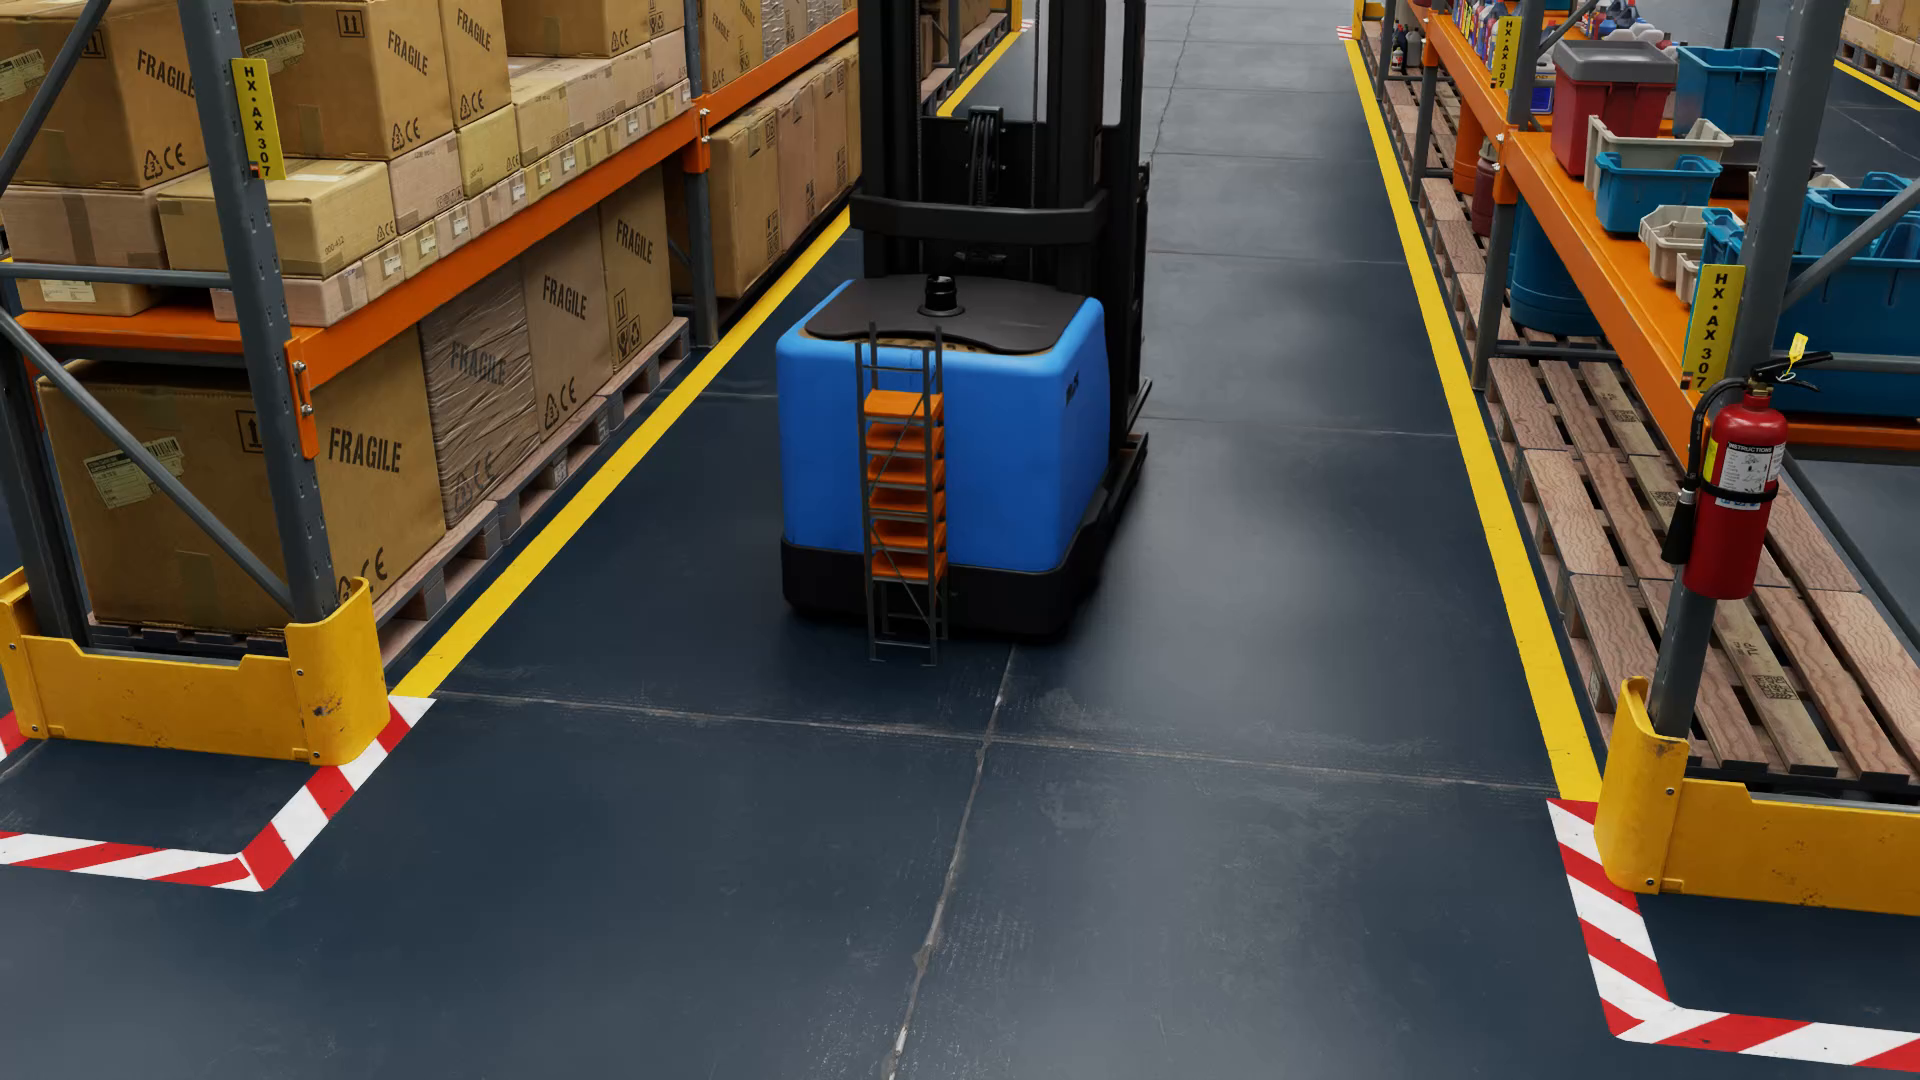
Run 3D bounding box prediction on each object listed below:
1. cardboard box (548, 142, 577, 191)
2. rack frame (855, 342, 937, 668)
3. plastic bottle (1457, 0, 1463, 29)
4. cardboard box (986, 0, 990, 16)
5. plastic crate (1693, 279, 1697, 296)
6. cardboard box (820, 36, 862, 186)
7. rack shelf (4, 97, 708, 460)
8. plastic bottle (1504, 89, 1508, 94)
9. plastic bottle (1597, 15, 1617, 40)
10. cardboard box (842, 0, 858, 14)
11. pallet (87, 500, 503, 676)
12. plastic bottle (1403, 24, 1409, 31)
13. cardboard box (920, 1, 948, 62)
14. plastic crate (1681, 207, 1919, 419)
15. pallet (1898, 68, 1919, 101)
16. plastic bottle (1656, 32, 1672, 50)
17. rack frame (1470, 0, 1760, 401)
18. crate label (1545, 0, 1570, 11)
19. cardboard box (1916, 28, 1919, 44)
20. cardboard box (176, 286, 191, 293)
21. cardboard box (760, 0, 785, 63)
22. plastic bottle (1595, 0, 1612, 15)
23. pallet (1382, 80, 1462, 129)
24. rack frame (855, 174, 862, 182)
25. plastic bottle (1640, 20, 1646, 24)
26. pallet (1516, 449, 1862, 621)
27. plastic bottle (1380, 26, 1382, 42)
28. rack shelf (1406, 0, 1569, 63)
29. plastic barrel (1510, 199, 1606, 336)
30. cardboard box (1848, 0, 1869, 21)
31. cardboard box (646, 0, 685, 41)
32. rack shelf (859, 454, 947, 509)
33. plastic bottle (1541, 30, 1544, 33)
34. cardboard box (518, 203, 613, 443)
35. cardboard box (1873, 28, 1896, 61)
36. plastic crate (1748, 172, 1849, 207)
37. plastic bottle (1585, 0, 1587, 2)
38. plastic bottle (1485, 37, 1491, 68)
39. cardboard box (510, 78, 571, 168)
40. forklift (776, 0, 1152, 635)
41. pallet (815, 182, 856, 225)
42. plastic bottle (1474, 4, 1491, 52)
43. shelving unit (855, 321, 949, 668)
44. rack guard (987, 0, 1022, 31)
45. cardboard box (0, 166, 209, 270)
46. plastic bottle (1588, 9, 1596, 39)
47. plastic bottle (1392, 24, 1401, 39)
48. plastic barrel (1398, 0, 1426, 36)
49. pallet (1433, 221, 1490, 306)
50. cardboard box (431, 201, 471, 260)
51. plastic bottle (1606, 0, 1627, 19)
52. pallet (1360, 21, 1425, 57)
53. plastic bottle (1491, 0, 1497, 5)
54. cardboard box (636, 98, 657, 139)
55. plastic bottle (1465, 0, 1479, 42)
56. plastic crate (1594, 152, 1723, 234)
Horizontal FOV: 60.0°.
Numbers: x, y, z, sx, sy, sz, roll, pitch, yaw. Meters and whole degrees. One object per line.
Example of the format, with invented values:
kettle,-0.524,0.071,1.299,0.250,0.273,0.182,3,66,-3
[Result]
cardboard box,-1.792,-1.529,6.774,0.380,0.149,0.250,4,25,9
rack frame,-0.207,-0.091,5.530,0.240,1.200,0.006,5,30,11
plastic bottle,3.238,-3.421,10.657,0.061,0.283,0.133,4,25,9
cardboard box,0.029,-6.254,19.025,0.500,0.500,0.500,9,27,18
plastic crate,2.374,-0.682,4.909,0.396,0.136,0.243,4,25,9
cardboard box,-1.293,-3.050,11.739,1.225,0.875,0.875,3,25,6
rack shelf,-2.140,-1.274,6.783,1.077,0.370,4.000,4,25,9
plastic bottle,2.900,-2.478,8.565,0.144,0.351,0.185,4,25,9
plastic bottle,3.649,-2.825,9.398,0.097,0.271,0.097,0,25,0
cardboard box,-0.996,-3.931,11.493,0.500,0.500,0.500,5,26,10
pallet,-2.414,0.159,6.161,1.003,0.211,1.213,4,25,9
plastic bottle,4.421,-4.974,16.523,0.061,0.283,0.133,4,25,9
cardboard box,-0.401,-5.005,16.358,0.500,0.500,0.500,3,25,7
plastic crate,2.290,-0.617,4.417,0.616,0.435,0.499,4,25,9
pallet,9.438,-4.162,15.391,1.003,0.211,1.213,4,25,9
plastic bottle,3.699,-2.536,8.767,0.061,0.283,0.133,4,25,9
rack frame,3.073,-2.094,7.684,1.000,3.000,0.127,4,25,9
crate label,4.165,-3.841,11.615,0.303,0.233,0.416,4,25,9
cardboard box,9.220,-4.797,15.323,0.500,0.500,0.500,4,25,9
cardboard box,-2.693,-0.931,5.496,0.380,0.149,0.250,4,25,9
cardboard box,-1.328,-3.077,9.667,0.500,0.500,0.500,3,25,7
plastic bottle,3.943,-3.203,10.207,0.097,0.271,0.097,0,25,0
pallet,4.290,-3.845,14.716,1.003,0.211,1.213,4,25,9
rack frame,-1.160,-4.110,11.992,1.000,3.000,0.127,4,25,9
plastic bottle,3.760,-2.733,9.203,0.097,0.271,0.097,0,25,0
pallet,2.794,-0.009,6.519,1.003,0.211,1.213,4,25,9
plastic bottle,4.413,-5.264,17.240,0.097,0.201,0.097,0,25,0
rack shelf,4.053,-4.277,13.198,1.077,0.370,4.000,4,25,9
plastic barrel,3.179,-1.560,8.524,0.600,0.901,0.708,4,25,9
cardboard box,9.533,-5.634,17.112,0.500,0.500,0.500,4,25,9
cardboard box,-1.625,-2.632,7.777,0.500,0.500,0.500,5,25,10
rack shelf,-0.189,-0.200,5.572,0.258,0.103,0.180,5,30,11
plastic bottle,3.087,-2.585,8.887,0.097,0.271,0.097,0,25,0
cardboard box,-2.147,-1.018,7.397,0.875,0.875,0.875,4,25,9
cardboard box,9.366,-4.876,16.378,0.500,0.250,0.500,4,25,9
plastic crate,3.085,-1.252,6.127,0.293,0.136,0.466,4,25,9
plastic bottle,4.044,-3.418,10.652,0.061,0.283,0.133,4,25,9
plastic bottle,3.012,-2.758,9.339,0.097,0.201,0.097,0,25,0
cardboard box,-1.878,-1.659,6.582,0.500,0.250,0.500,4,25,7
forklift,0.218,-1.594,6.699,1.130,2.935,3.031,6,26,13
pallet,-1.363,-2.522,11.889,1.003,0.211,1.213,4,25,9
plastic bottle,3.102,-3.020,9.815,0.097,0.271,0.097,0,25,0
shelving unit,-0.188,-0.134,5.609,0.258,1.200,0.189,5,30,11
rack guard,0.135,-6.292,19.602,1.175,0.500,0.348,4,25,9
cardboard box,-2.650,-1.052,5.284,0.500,0.250,0.500,4,25,8
plastic bottle,3.959,-3.212,10.308,0.097,0.201,0.097,0,25,0
plastic bottle,4.233,-4.809,16.090,0.144,0.351,0.185,3,25,6
plastic barrel,4.920,-5.686,17.798,0.421,0.512,0.421,0,25,0
pallet,3.437,-1.662,10.052,1.003,0.211,1.213,4,25,9
cardboard box,-1.960,-1.099,5.857,0.380,0.149,0.250,4,25,8
plastic bottle,3.827,-3.004,9.687,0.144,0.351,0.185,4,25,9
pallet,4.930,-5.475,18.198,1.003,0.211,1.213,4,25,9
plastic bottle,3.387,-3.324,10.547,0.097,0.201,0.097,0,25,0
cardboard box,-1.624,-1.958,7.690,0.380,0.149,0.250,4,25,8
plastic bottle,3.157,-3.212,10.212,0.061,0.283,0.133,4,25,9
plastic crate,2.502,-1.249,6.006,0.416,0.233,0.300,4,25,9
